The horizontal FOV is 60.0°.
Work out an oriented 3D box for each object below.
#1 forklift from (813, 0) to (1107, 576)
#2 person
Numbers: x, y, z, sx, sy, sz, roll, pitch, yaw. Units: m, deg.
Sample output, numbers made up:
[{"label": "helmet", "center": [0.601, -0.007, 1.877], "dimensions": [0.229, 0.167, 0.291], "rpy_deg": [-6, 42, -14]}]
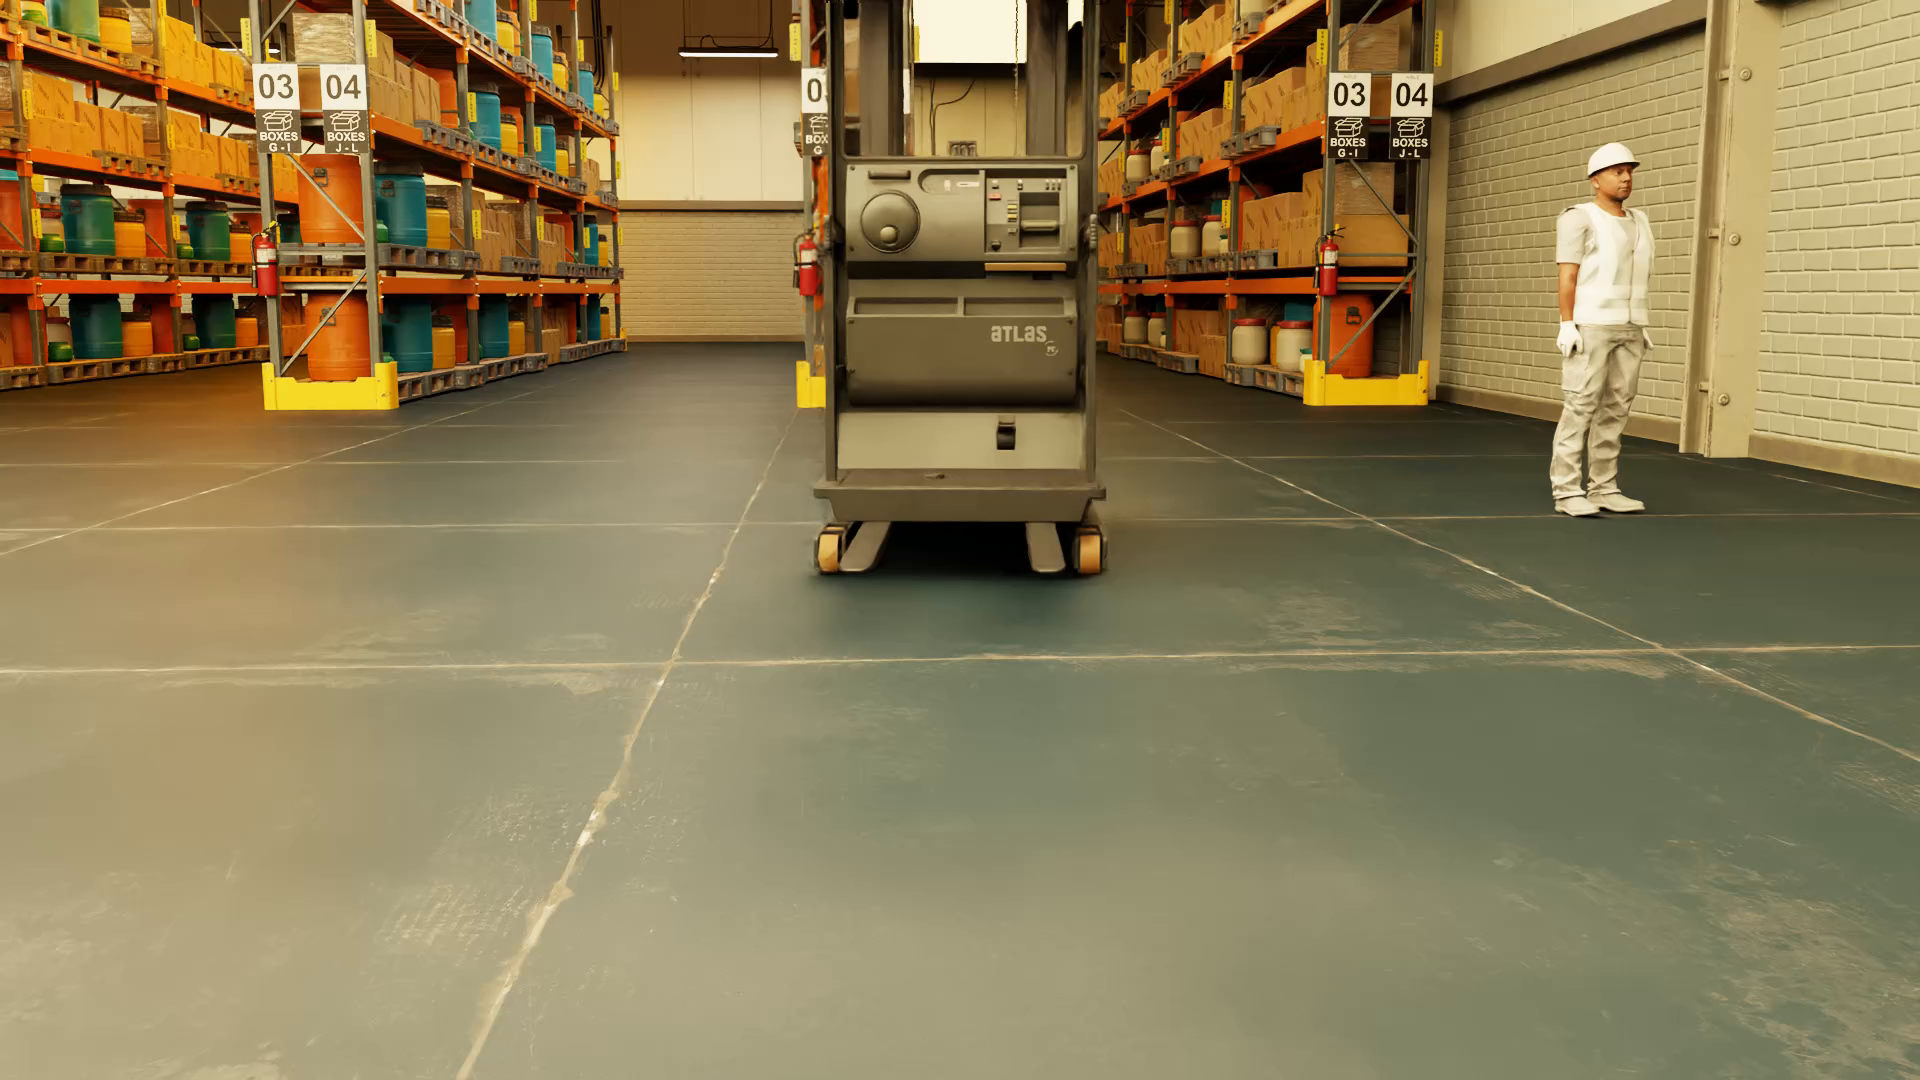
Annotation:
[{"label": "forklift", "center": [0.006, -1.356, 6.465], "dimensions": [1.130, 2.935, 3.031], "rpy_deg": [0, 8, 1]}, {"label": "person", "center": [3.156, -1.022, 8.113], "dimensions": [0.544, 1.790, 0.371], "rpy_deg": [-4, 9, -26]}]
